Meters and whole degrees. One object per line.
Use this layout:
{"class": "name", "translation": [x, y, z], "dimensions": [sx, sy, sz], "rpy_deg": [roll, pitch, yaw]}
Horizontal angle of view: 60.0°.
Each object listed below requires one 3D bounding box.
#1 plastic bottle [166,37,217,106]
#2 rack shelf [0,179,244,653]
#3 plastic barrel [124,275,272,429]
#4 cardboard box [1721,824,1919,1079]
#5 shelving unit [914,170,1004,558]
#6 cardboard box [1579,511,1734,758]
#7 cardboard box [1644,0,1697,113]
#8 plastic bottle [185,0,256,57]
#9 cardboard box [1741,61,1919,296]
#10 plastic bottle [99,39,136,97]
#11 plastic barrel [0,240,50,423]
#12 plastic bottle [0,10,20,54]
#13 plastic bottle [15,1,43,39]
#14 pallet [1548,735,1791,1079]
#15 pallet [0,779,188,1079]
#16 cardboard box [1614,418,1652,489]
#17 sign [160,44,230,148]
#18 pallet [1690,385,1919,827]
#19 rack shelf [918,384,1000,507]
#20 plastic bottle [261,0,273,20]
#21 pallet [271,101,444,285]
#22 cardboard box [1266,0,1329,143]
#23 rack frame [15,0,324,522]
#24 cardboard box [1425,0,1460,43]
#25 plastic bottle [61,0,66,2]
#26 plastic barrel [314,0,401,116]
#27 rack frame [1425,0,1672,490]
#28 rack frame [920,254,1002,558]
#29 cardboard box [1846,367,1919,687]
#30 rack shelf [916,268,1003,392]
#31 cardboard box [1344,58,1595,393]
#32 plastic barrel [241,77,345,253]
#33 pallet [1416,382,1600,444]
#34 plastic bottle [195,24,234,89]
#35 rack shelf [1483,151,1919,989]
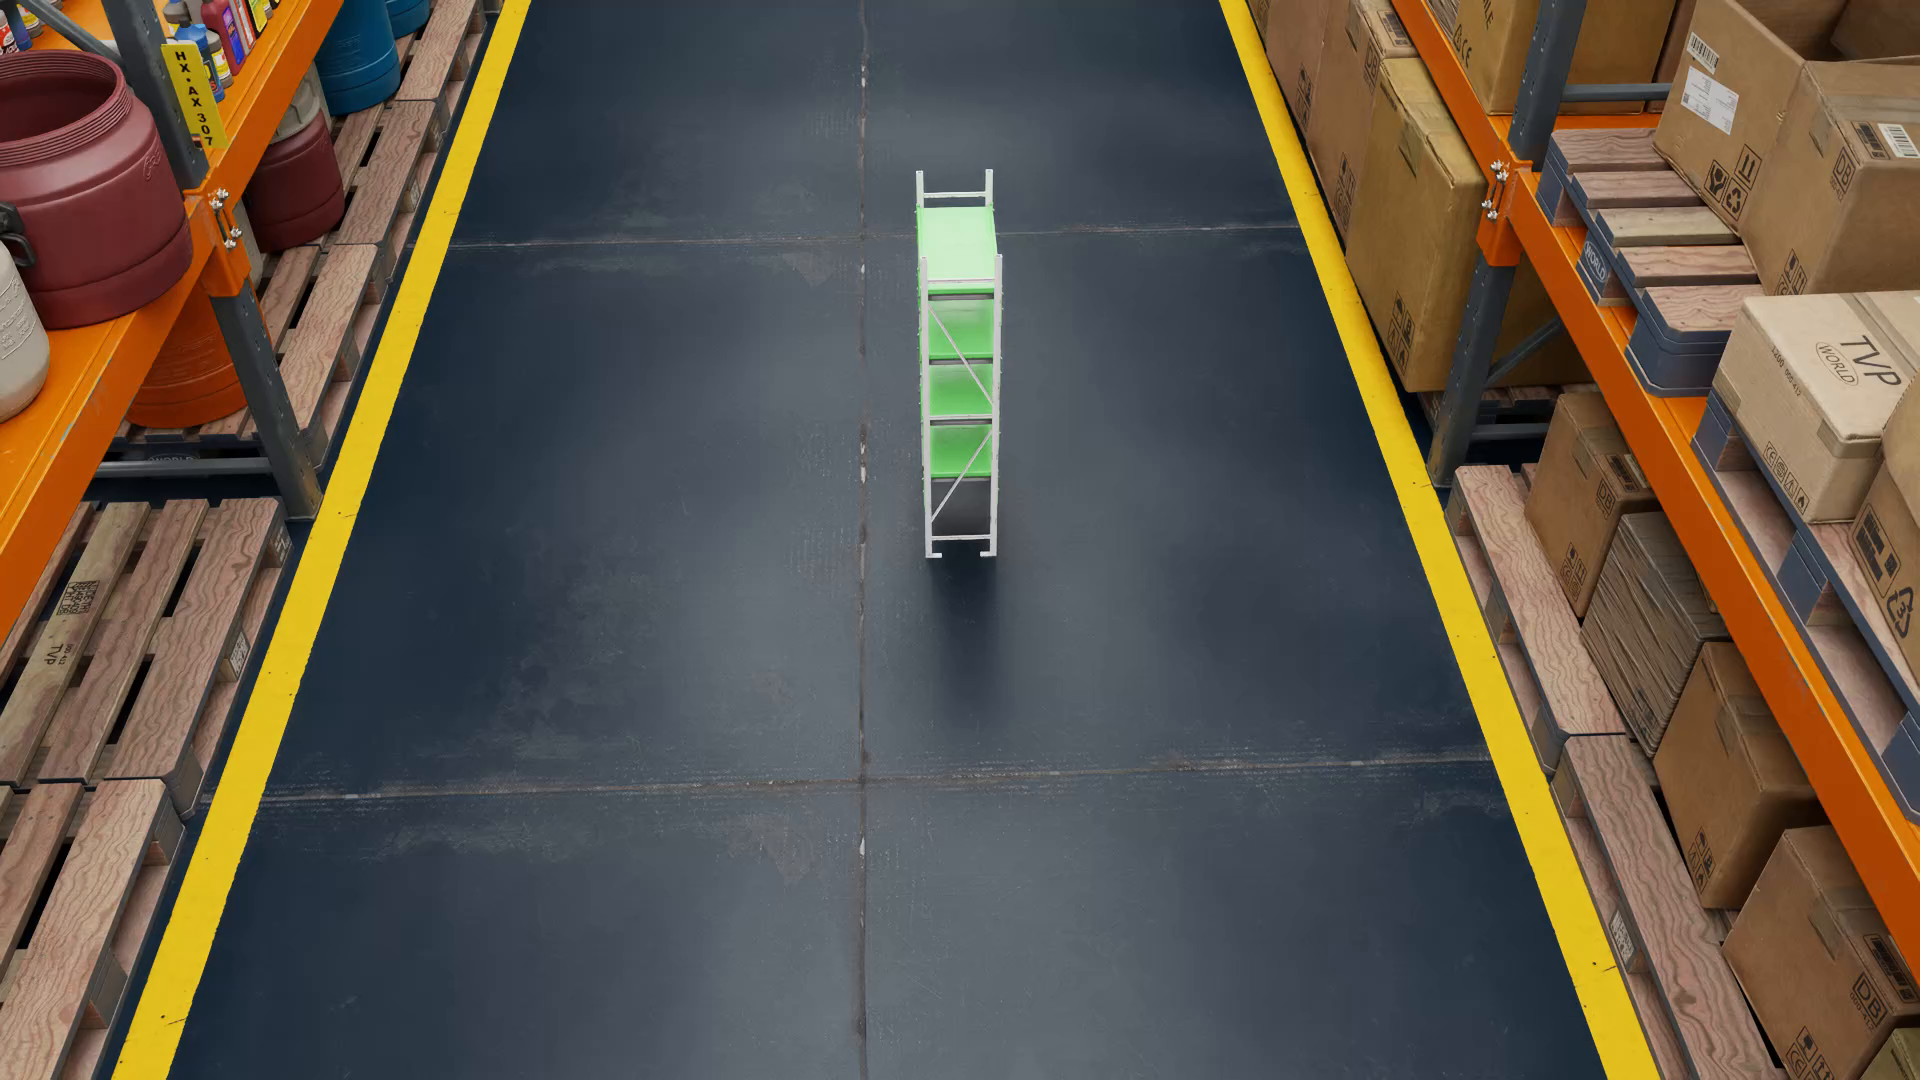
{"class": "plastic bottle", "translation": [-2.453, -1.454, 5.209], "dimensions": [0.152, 0.276, 0.135], "rpy_deg": [-2, 43, -2]}
{"class": "rack shelf", "translation": [-2.673, 0.417, 3.608], "dimensions": [1.077, 0.370, 4.000], "rpy_deg": [-2, 43, -2]}
{"class": "plastic barrel", "translation": [-2.796, -0.883, 5.789], "dimensions": [0.600, 0.830, 0.708], "rpy_deg": [-2, 43, -2]}
{"class": "cardboard box", "translation": [2.330, 1.004, 3.960], "dimensions": [0.700, 0.500, 0.500], "rpy_deg": [-5, 43, -5]}
{"class": "shelving unit", "translation": [-0.007, -0.554, 5.466], "dimensions": [0.258, 1.200, 0.503], "rpy_deg": [-2, 43, -2]}
{"class": "cardboard box", "translation": [2.275, 0.244, 4.788], "dimensions": [0.700, 0.500, 0.500], "rpy_deg": [-5, 43, -5]}
{"class": "cardboard box", "translation": [2.442, -1.714, 5.326], "dimensions": [0.500, 0.500, 0.500], "rpy_deg": [0, 43, -1]}
{"class": "plastic bottle", "translation": [-2.473, -1.767, 5.549], "dimensions": [0.152, 0.276, 0.135], "rpy_deg": [-2, 43, -2]}
{"class": "cardboard box", "translation": [2.377, -0.795, 4.013], "dimensions": [0.700, 0.500, 0.500], "rpy_deg": [4, 43, 5]}
{"class": "plastic bottle", "translation": [-2.605, -1.450, 5.204], "dimensions": [0.152, 0.276, 0.135], "rpy_deg": [-2, 43, -2]}
{"class": "plastic barrel", "translation": [-2.501, -0.552, 4.049], "dimensions": [0.421, 0.512, 0.421], "rpy_deg": [0, 43, 0]}
{"class": "plastic bottle", "translation": [-3.202, -1.686, 5.517], "dimensions": [0.097, 0.201, 0.097], "rpy_deg": [0, 43, 0]}
{"class": "plastic bottle", "translation": [-3.210, -1.818, 5.660], "dimensions": [0.097, 0.201, 0.097], "rpy_deg": [0, 43, 0]}
{"class": "pallet", "translation": [2.271, 1.036, 4.463], "dimensions": [1.003, 0.211, 1.213], "rpy_deg": [-2, 43, -2]}
{"class": "pallet", "translation": [-2.715, 1.175, 4.312], "dimensions": [1.003, 0.211, 1.213], "rpy_deg": [-2, 43, -2]}
{"class": "cardboard box", "translation": [2.249, -0.407, 4.943], "dimensions": [0.500, 0.250, 0.500], "rpy_deg": [0, 43, 0]}
{"class": "sign", "translation": [-2.209, -1.279, 4.805], "dimensions": [0.100, 0.325, 0.005], "rpy_deg": [-2, 43, -2]}
{"class": "pallet", "translation": [2.316, 0.065, 3.601], "dimensions": [1.003, 0.211, 1.213], "rpy_deg": [-2, 43, -2]}
{"class": "rack shelf", "translation": [-0.007, -0.330, 5.672], "dimensions": [0.258, 0.148, 0.480], "rpy_deg": [-2, 43, -2]}
{"class": "plastic bottle", "translation": [-2.456, -1.908, 5.759], "dimensions": [0.097, 0.201, 0.097], "rpy_deg": [0, 43, 0]}
{"class": "pallet", "translation": [-2.882, -1.523, 7.256], "dimensions": [1.003, 0.211, 1.213], "rpy_deg": [-2, 43, -2]}
{"class": "cardboard box", "translation": [2.107, -2.378, 7.386], "dimensions": [1.225, 0.875, 0.875], "rpy_deg": [-3, 43, -3]}
{"class": "rack frame", "translation": [-2.758, -1.199, 4.838], "dimensions": [1.000, 3.000, 0.127], "rpy_deg": [-2, 43, -2]}
{"class": "cardboard box", "translation": [1.907, -2.040, 5.682], "dimensions": [0.500, 0.500, 0.500], "rpy_deg": [-2, 43, -2]}
{"class": "plastic bottle", "translation": [-3.223, -2.015, 5.875], "dimensions": [0.097, 0.201, 0.097], "rpy_deg": [0, 43, 0]}
{"class": "plastic barrel", "translation": [-2.892, -2.435, 7.428], "dimensions": [0.600, 0.901, 0.708], "rpy_deg": [-2, 43, -2]}
{"class": "rack frame", "translation": [2.191, -1.341, 4.993], "dimensions": [1.000, 3.000, 0.127], "rpy_deg": [-2, 43, -2]}
{"class": "rack frame", "translation": [0.003, -0.389, 5.287], "dimensions": [0.240, 1.200, 0.015], "rpy_deg": [-2, 43, -2]}
{"class": "cardboard box", "translation": [2.195, -0.001, 3.144], "dimensions": [0.797, 0.503, 0.637], "rpy_deg": [2, 43, 3]}
{"class": "rack shelf", "translation": [-0.007, -0.684, 5.348], "dimensions": [0.258, 0.148, 0.480], "rpy_deg": [-2, 43, -2]}
{"class": "cardboard box", "translation": [2.182, -1.179, 6.078], "dimensions": [1.225, 0.875, 0.875], "rpy_deg": [-3, 43, -4]}
{"class": "plastic barrel", "translation": [-2.844, -1.557, 6.702], "dimensions": [0.600, 0.588, 0.708], "rpy_deg": [-2, 43, -2]}
{"class": "pallet", "translation": [2.232, -0.847, 6.518], "dimensions": [1.003, 0.211, 1.213], "rpy_deg": [-2, 43, -2]}
{"class": "plastic bottle", "translation": [-2.435, -1.572, 5.392], "dimensions": [0.097, 0.201, 0.097], "rpy_deg": [0, 43, 0]}
{"class": "rack shelf", "translation": [2.276, 0.275, 3.763], "dimensions": [1.077, 0.370, 4.000], "rpy_deg": [-2, 43, -2]}
